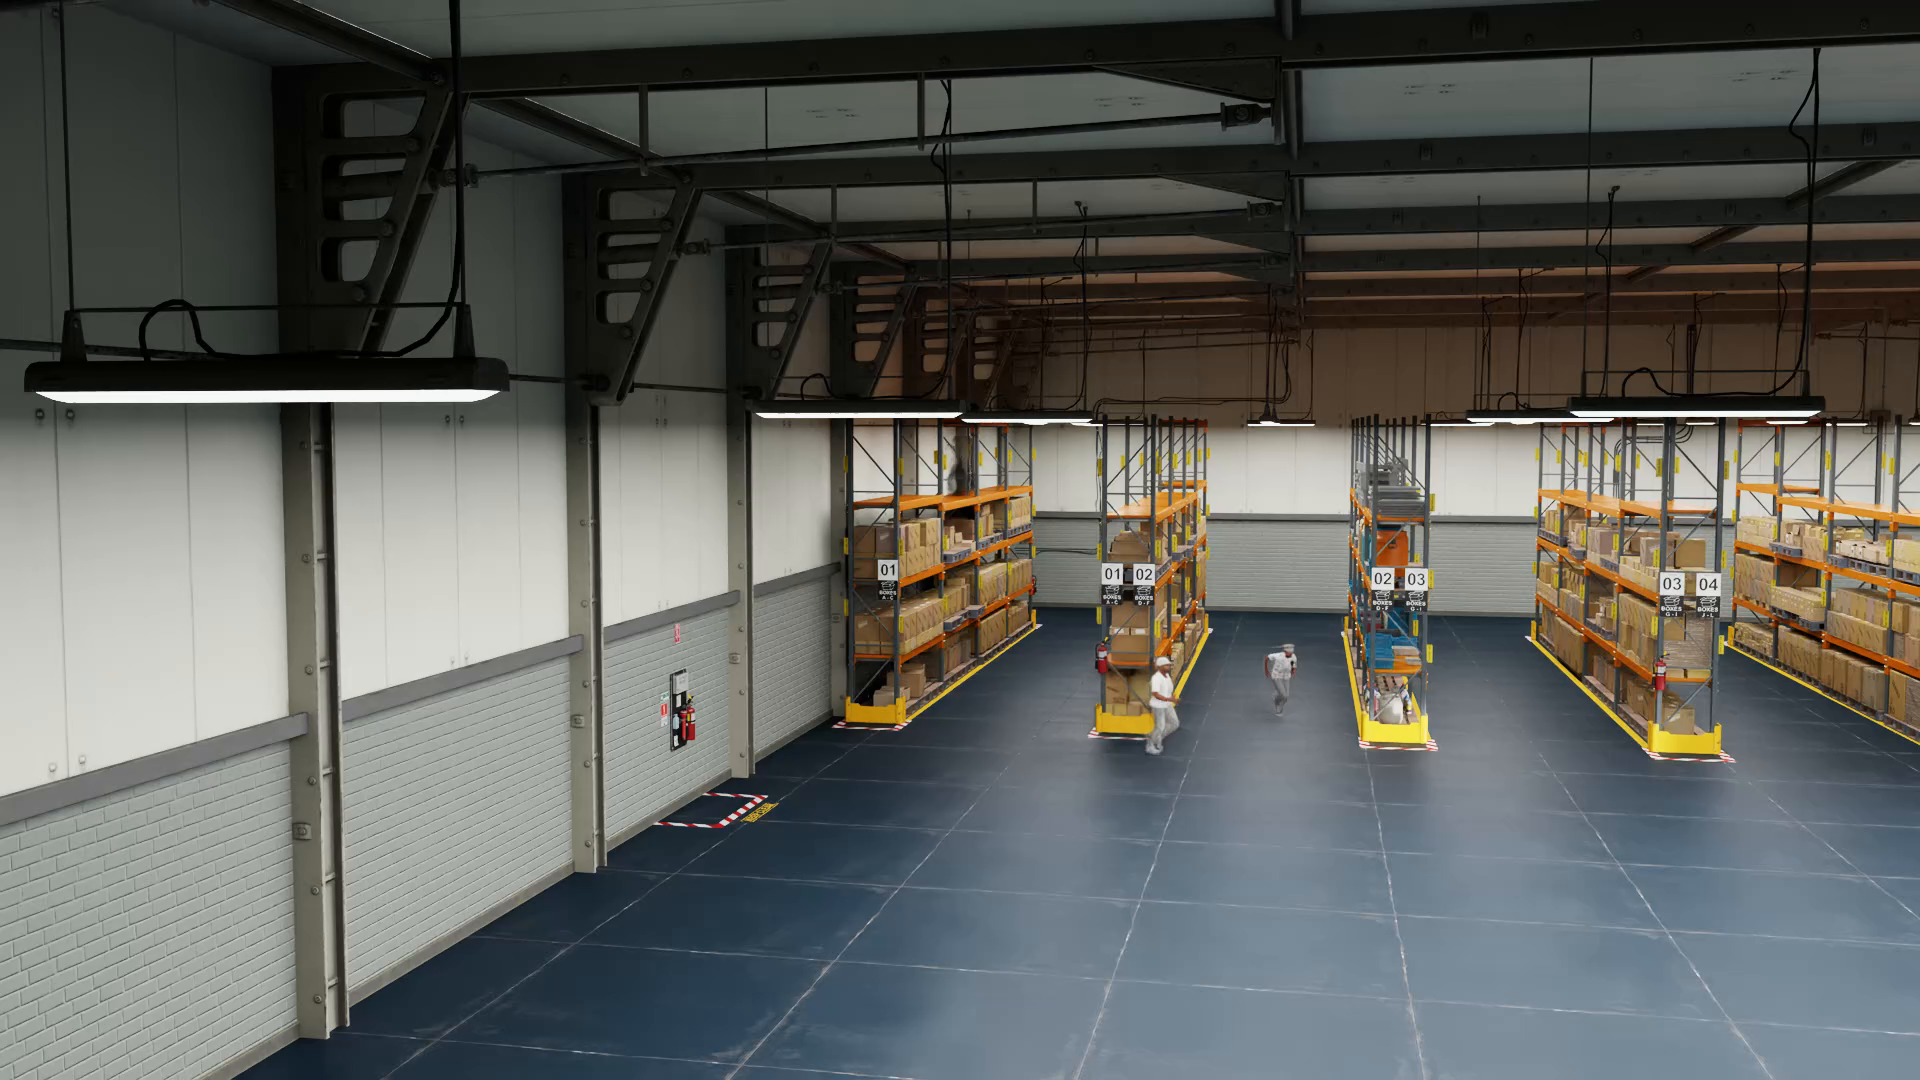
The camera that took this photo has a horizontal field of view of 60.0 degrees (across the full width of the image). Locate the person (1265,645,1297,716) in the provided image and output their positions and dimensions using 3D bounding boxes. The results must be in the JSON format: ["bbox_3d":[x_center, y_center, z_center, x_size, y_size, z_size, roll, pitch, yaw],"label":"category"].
[{"bbox_3d":[6.356,2.784,32.958,0.603,1.492,0.855,-1,4,-14],"label":"person"}]

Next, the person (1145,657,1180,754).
[{"bbox_3d":[3.586,2.904,29.203,0.700,1.716,0.682,3,5,34],"label":"person"}]
